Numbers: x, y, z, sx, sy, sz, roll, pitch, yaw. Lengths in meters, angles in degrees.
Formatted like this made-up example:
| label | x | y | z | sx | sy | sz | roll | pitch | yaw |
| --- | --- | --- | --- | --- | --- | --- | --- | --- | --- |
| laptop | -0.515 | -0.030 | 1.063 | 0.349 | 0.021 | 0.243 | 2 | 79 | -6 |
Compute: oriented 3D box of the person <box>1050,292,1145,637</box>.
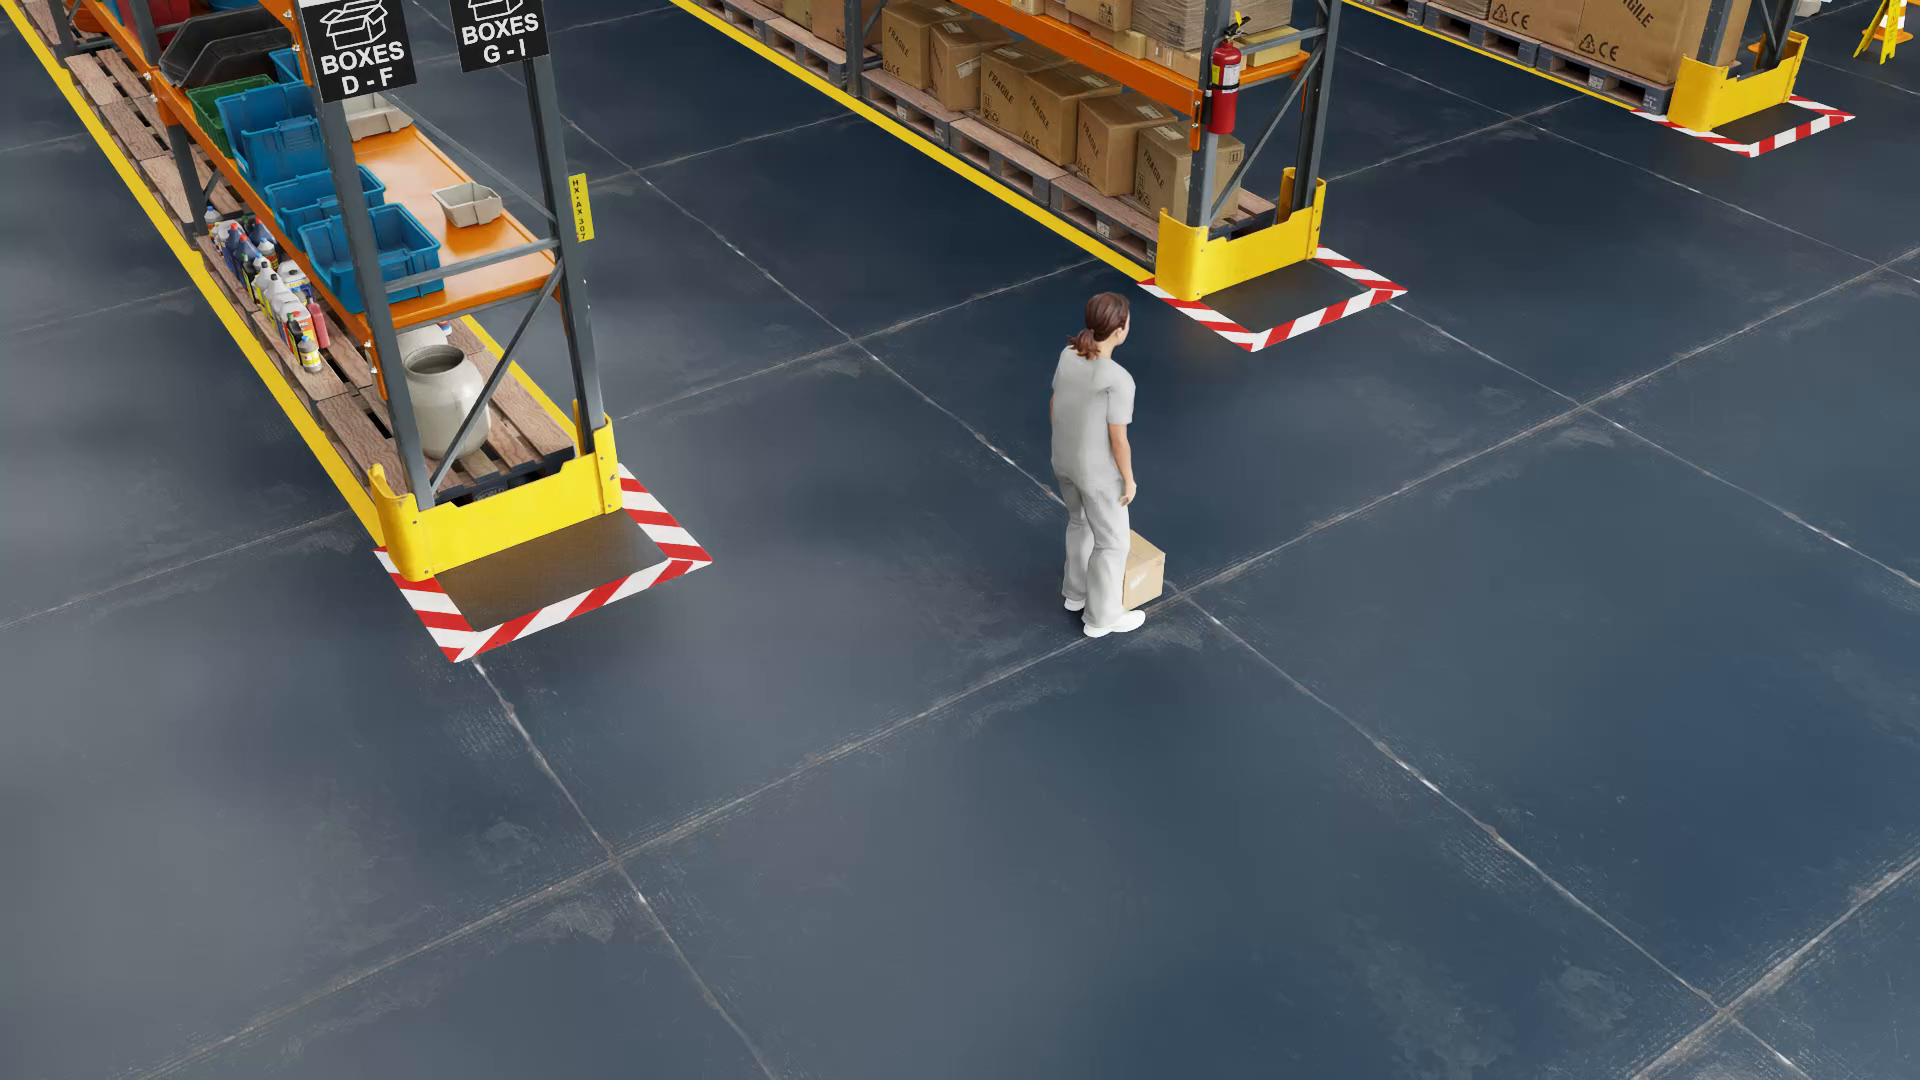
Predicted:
| label | x | y | z | sx | sy | sz | roll | pitch | yaw |
| --- | --- | --- | --- | --- | --- | --- | --- | --- | --- |
| person | 0.625 | -0.342 | 7.465 | 0.416 | 1.671 | 0.501 | -25 | 43 | -30 |
